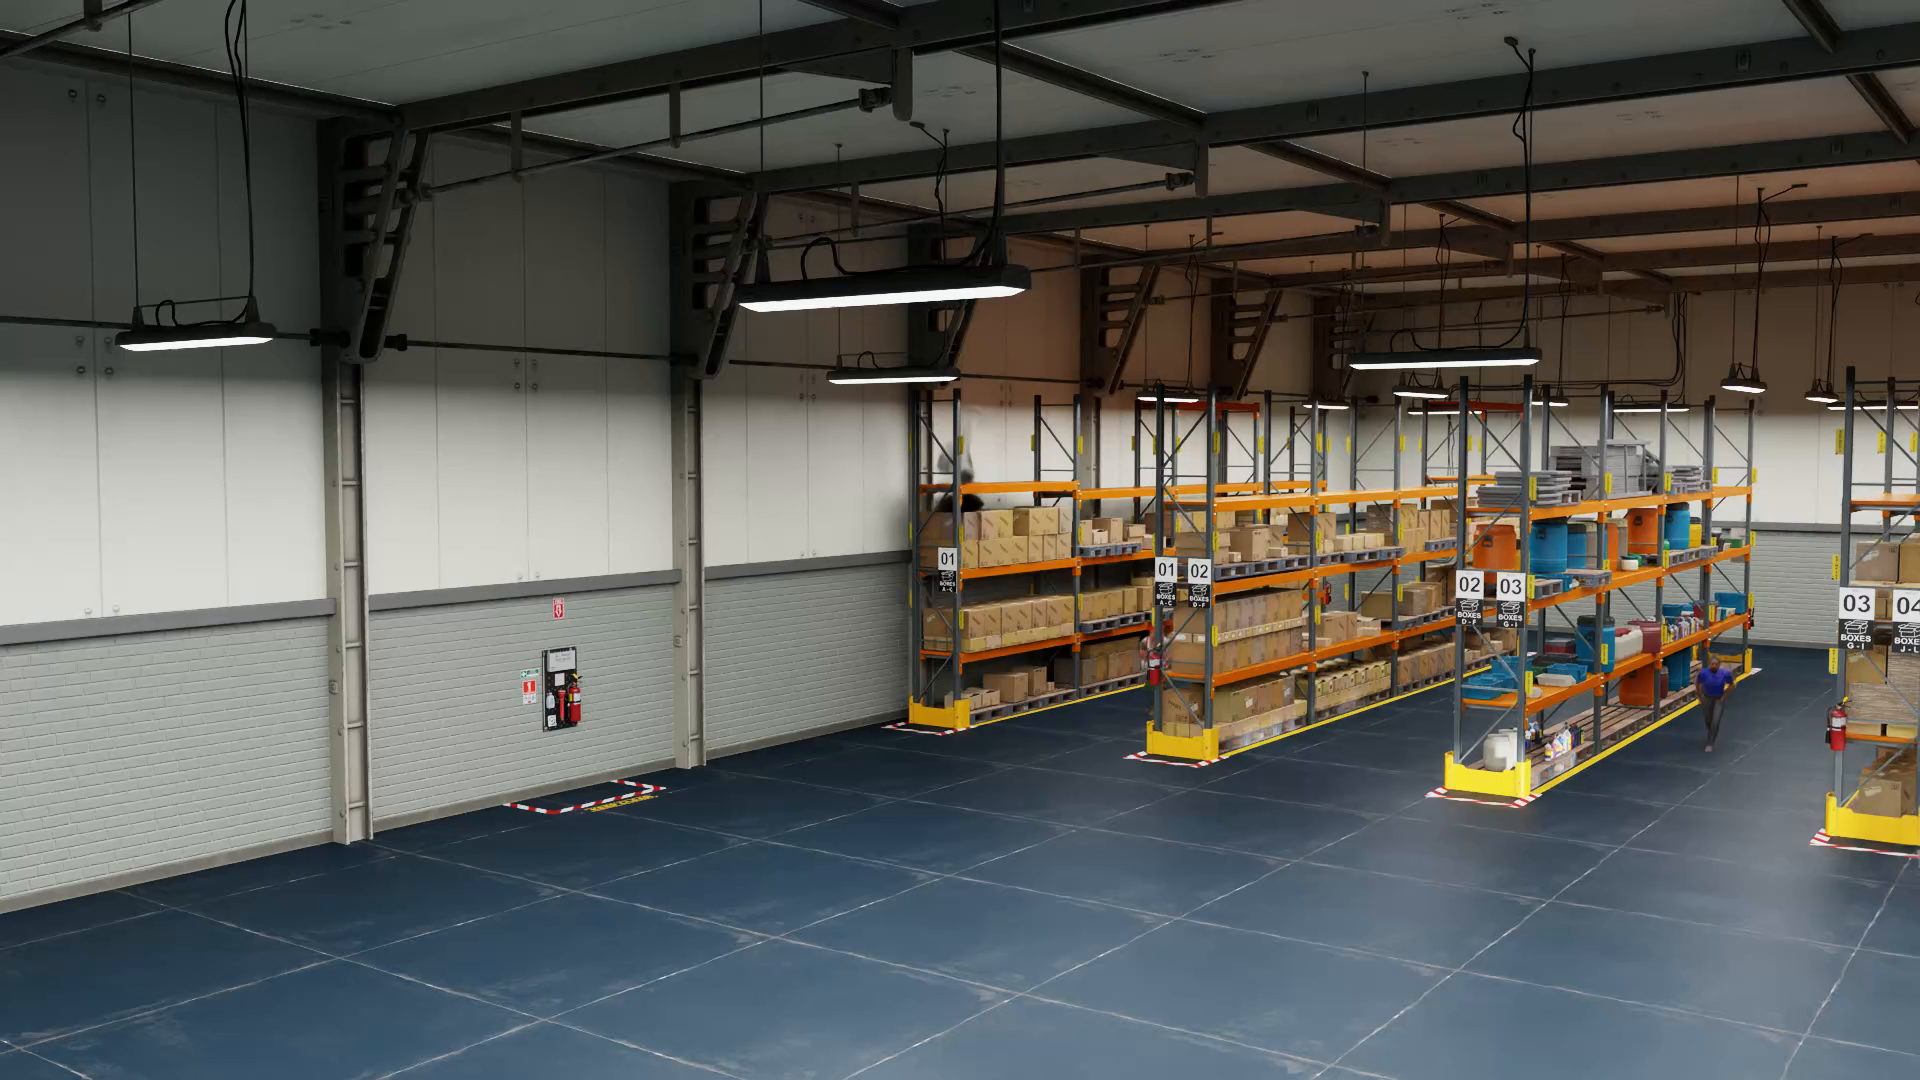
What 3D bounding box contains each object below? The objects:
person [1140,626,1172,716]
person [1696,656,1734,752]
[{"bbox_3d":[3.645,2.404,30.907,0.654,1.711,0.769,1,3,17],"label":"person"},{"bbox_3d":[12.418,2.684,27.377,0.574,1.594,0.839,1,4,22],"label":"person"}]
